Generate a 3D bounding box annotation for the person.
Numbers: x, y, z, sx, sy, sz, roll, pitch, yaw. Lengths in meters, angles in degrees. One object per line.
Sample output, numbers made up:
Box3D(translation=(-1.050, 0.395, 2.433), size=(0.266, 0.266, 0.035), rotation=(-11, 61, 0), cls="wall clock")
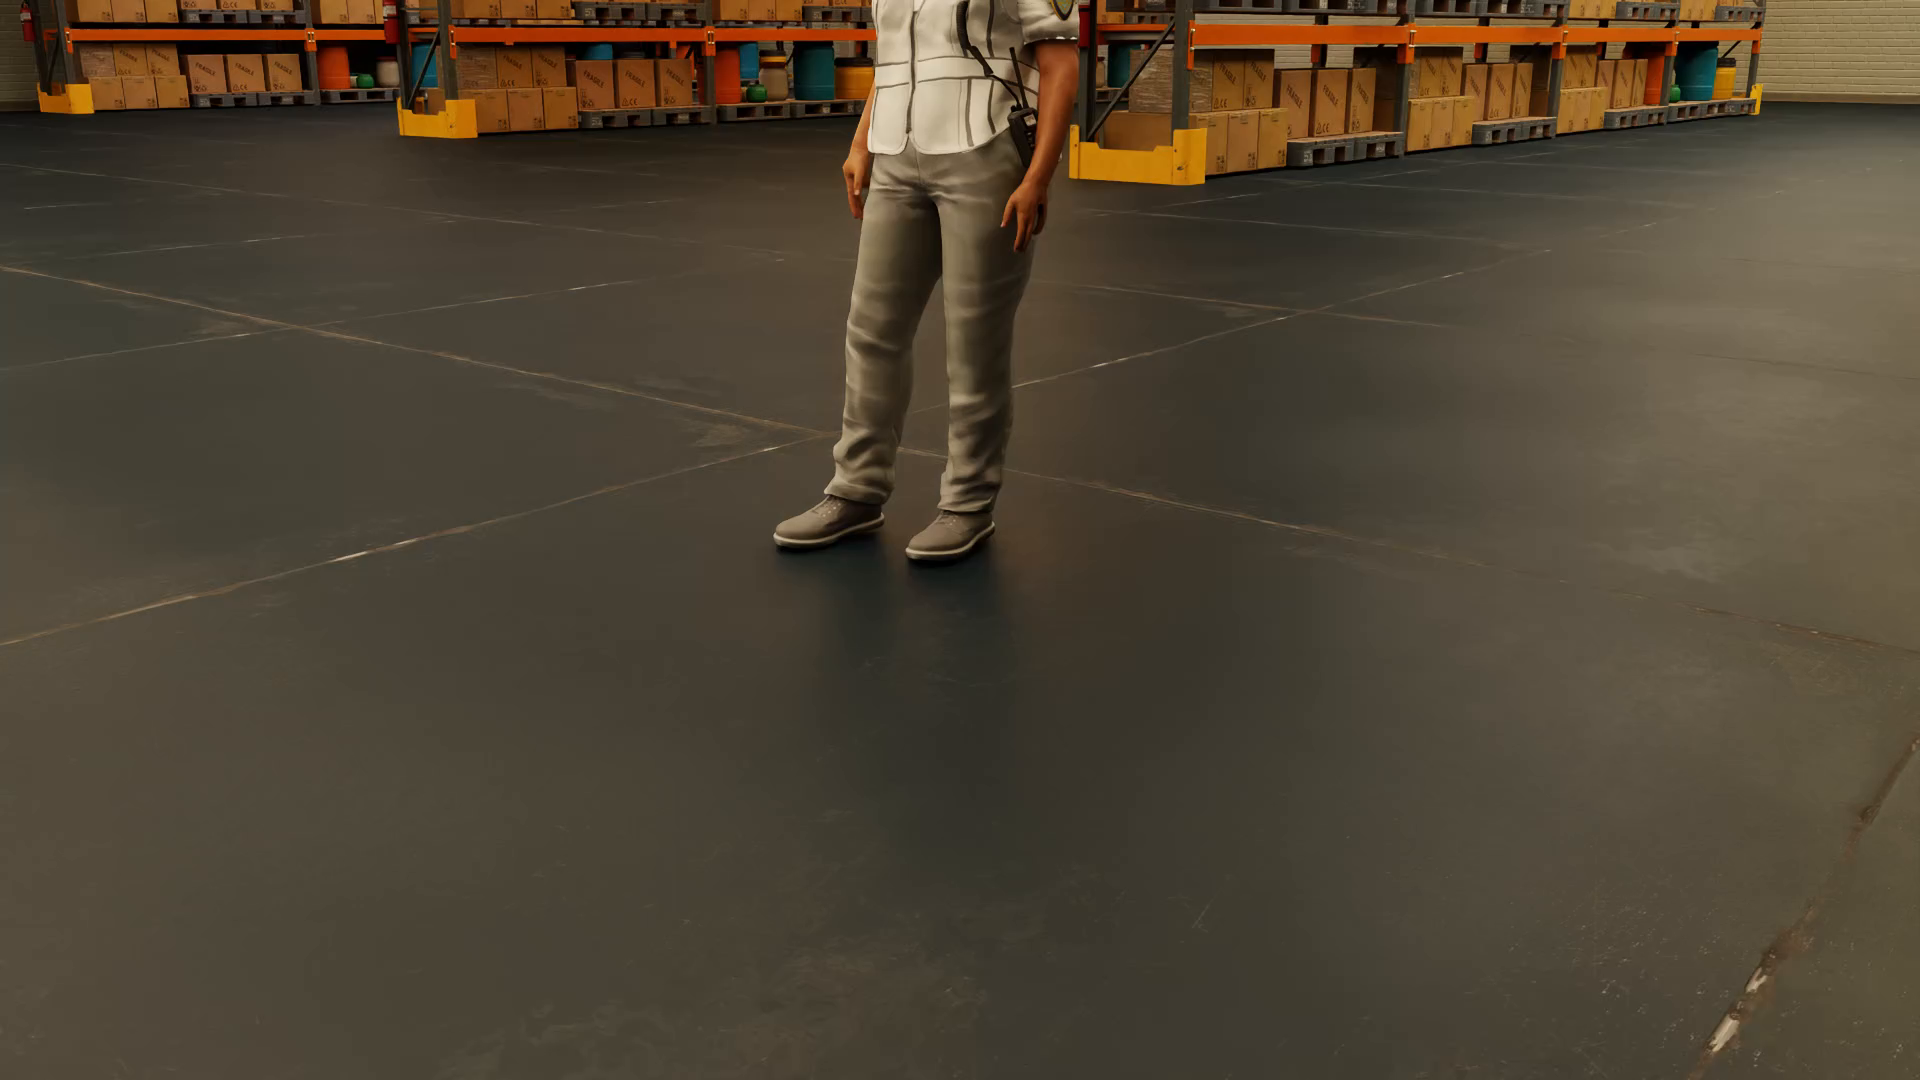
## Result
Box3D(translation=(-0.066, -0.791, 3.655), size=(0.598, 1.670, 0.529), rotation=(13, 21, 37), cls="person")
